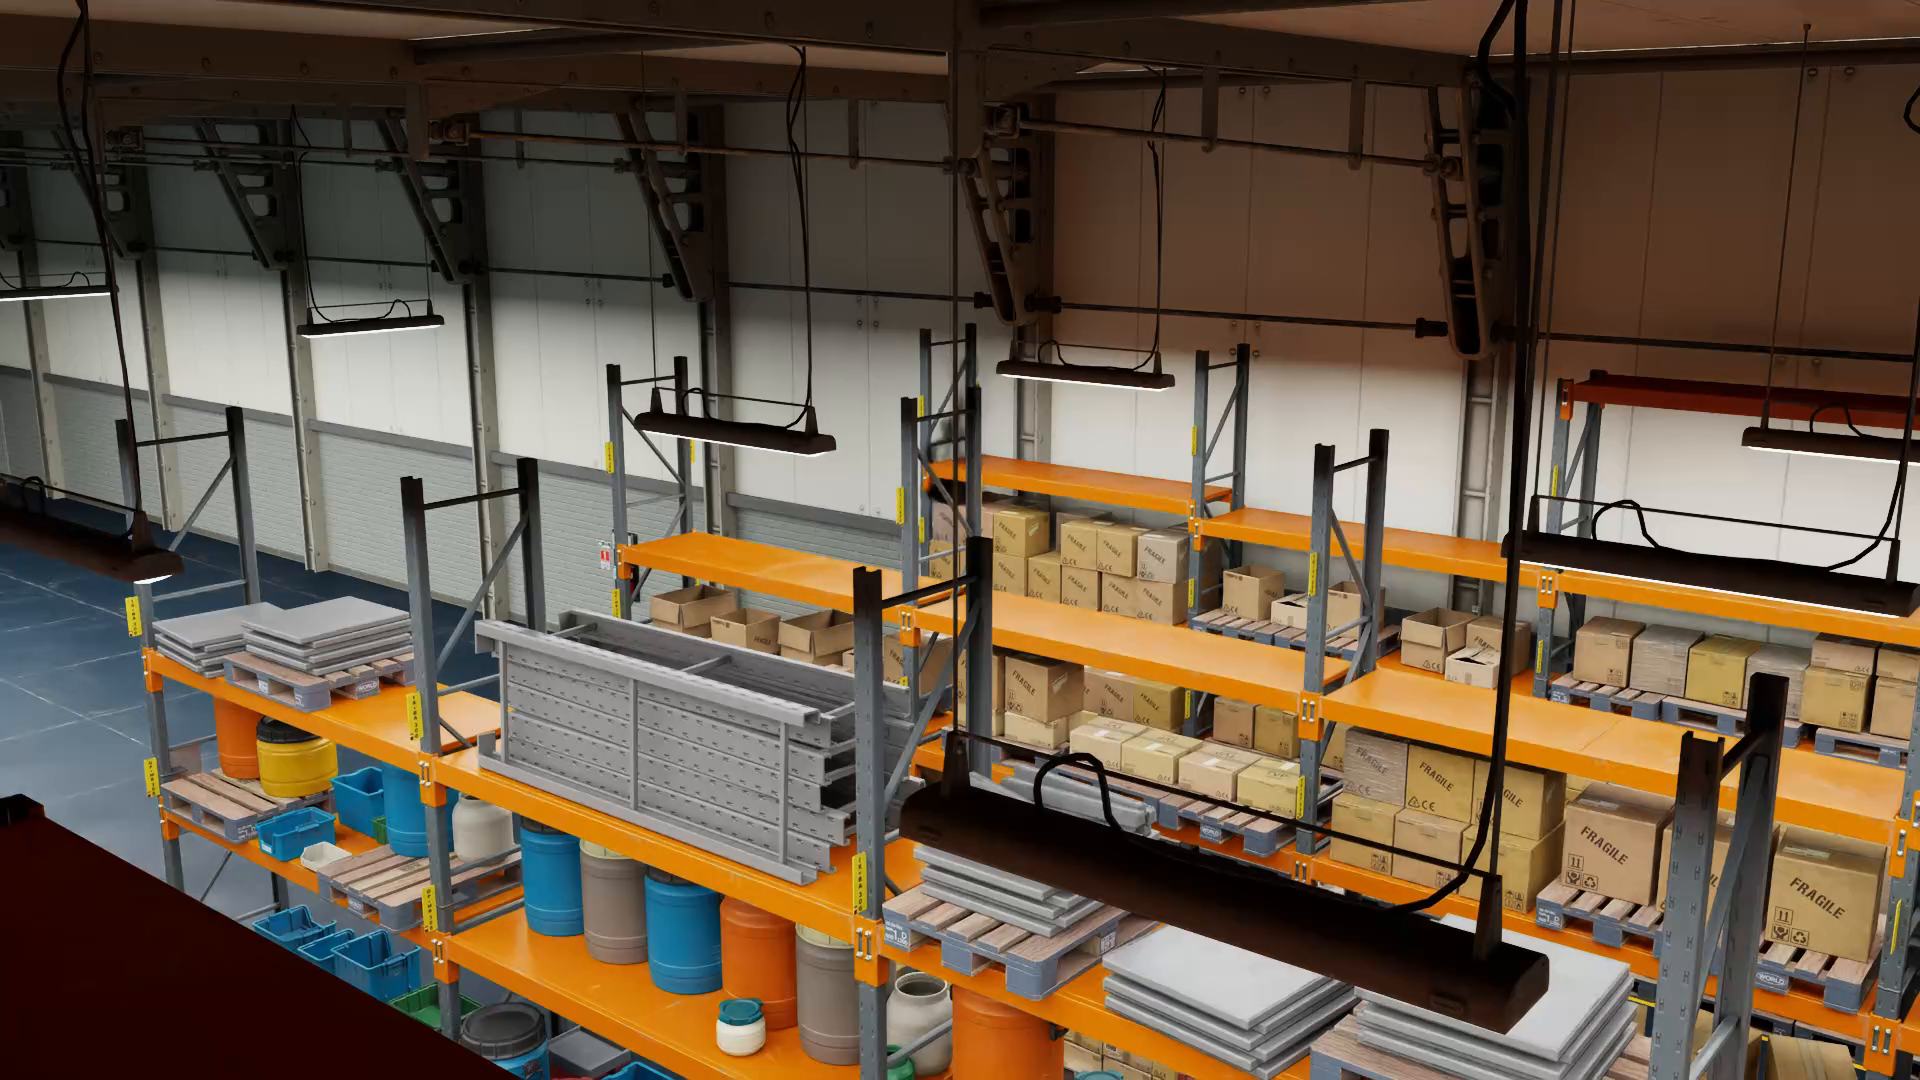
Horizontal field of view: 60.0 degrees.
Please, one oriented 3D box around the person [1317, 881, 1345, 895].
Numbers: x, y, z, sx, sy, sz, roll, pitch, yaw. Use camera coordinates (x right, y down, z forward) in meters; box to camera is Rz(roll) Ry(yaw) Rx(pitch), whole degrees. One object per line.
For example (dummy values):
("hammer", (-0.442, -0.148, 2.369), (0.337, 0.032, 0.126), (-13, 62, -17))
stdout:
("person", (3.494, 3.786, 15.758), (0.525, 1.673, 0.574), (7, 15, 30))
